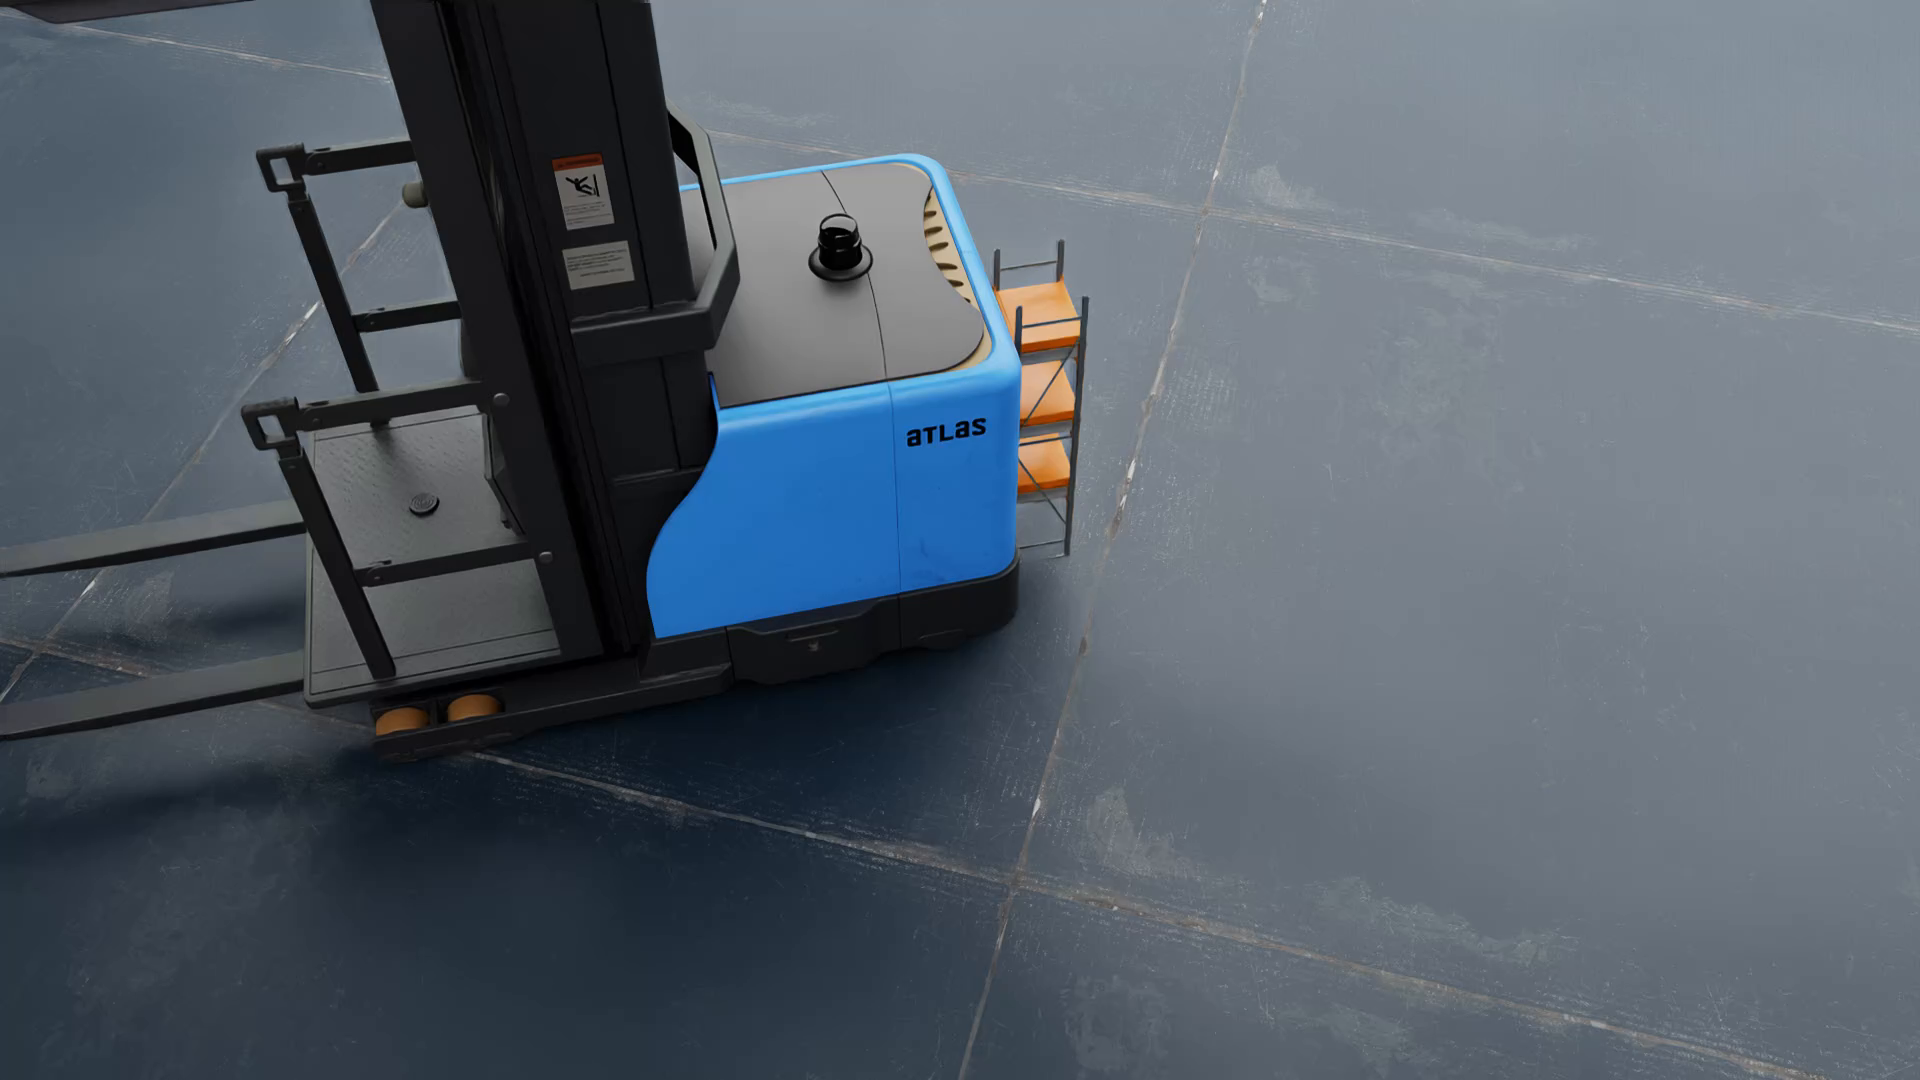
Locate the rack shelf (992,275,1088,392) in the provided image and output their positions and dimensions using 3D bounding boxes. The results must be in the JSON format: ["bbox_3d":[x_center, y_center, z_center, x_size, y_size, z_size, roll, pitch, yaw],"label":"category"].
[{"bbox_3d":[0.218,-0.554,4.674,0.215,0.259,0.240,-10,49,-9],"label":"rack shelf"}]

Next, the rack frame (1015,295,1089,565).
[{"bbox_3d":[0.245,-0.284,4.800,0.200,1.050,0.008,-10,49,-9],"label":"rack frame"}]

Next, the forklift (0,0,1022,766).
[{"bbox_3d":[-1.401,-0.782,3.985,3.031,2.935,1.130,-10,49,-9],"label":"forklift"}]

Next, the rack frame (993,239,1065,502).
[{"bbox_3d":[0.190,-0.462,4.958,0.200,1.050,0.008,-10,49,-9],"label":"rack frame"}]

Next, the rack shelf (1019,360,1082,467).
[{"bbox_3d":[0.217,-0.366,4.887,0.215,0.259,0.240,-10,49,-9],"label":"rack shelf"}]

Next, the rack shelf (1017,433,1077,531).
[{"bbox_3d":[0.217,-0.182,5.095,0.215,0.259,0.240,-10,49,-9],"label":"rack shelf"}]

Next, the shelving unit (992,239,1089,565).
[{"bbox_3d":[0.217,-0.373,4.879,0.215,1.050,0.252,-10,49,-9],"label":"shelving unit"}]
